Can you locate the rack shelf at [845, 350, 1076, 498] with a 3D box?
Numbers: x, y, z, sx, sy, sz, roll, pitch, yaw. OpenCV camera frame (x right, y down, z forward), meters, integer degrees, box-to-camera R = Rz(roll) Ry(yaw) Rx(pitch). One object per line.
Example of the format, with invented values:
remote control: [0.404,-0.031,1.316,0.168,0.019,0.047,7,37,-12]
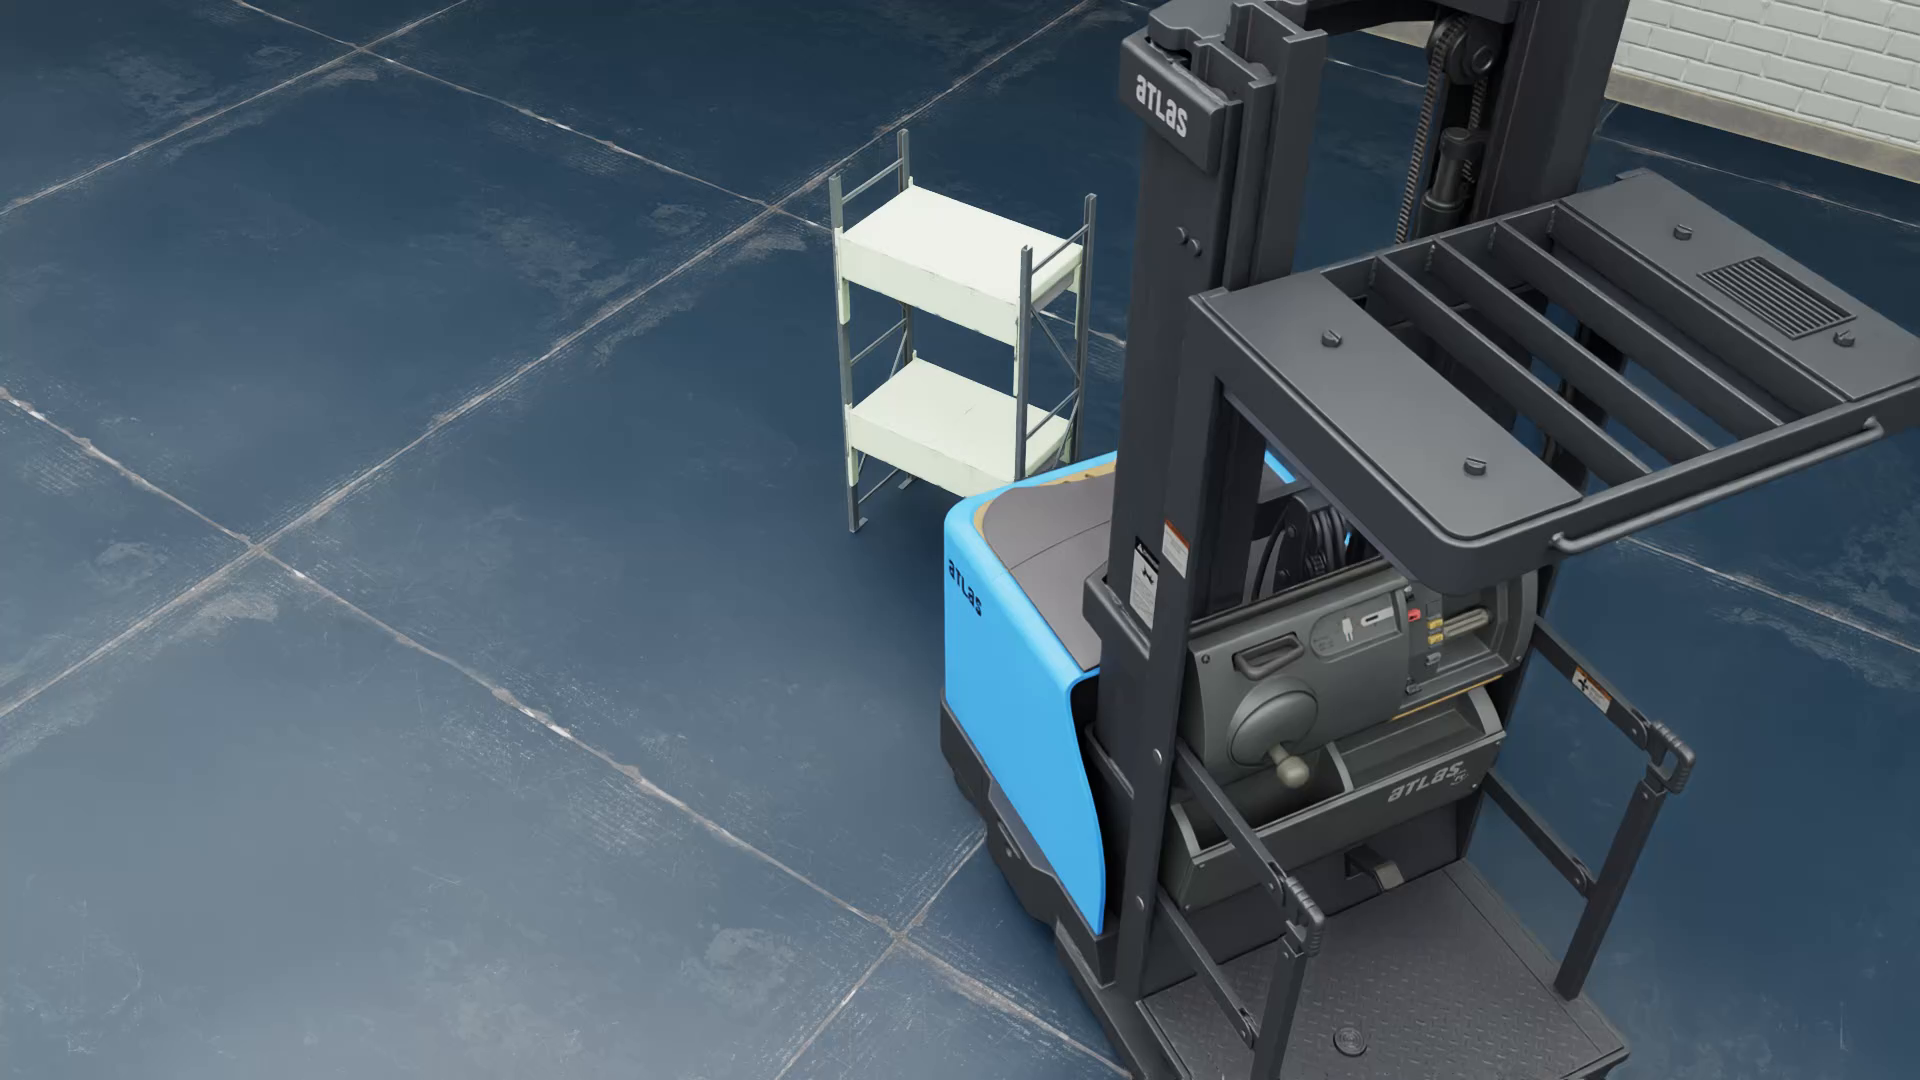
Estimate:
rack shelf: [0.005,-0.313,5.964,0.720,0.370,0.431,25,48,25]

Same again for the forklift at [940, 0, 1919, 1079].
forklift: [1.034,0.350,3.661,1.130,2.935,3.031,-18,45,-19]

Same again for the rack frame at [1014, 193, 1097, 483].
rack frame: [0.305,-0.416,5.590,0.023,1.500,0.400,25,48,25]

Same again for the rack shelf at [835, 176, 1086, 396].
rack shelf: [0.005,-0.847,5.487,0.720,0.370,0.431,25,48,25]

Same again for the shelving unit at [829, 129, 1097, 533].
shelving unit: [0.005,-0.556,5.747,0.755,1.500,0.431,25,48,25]

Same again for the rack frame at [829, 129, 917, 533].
rack frame: [-0.294,-0.697,5.904,0.023,1.500,0.400,25,48,25]
